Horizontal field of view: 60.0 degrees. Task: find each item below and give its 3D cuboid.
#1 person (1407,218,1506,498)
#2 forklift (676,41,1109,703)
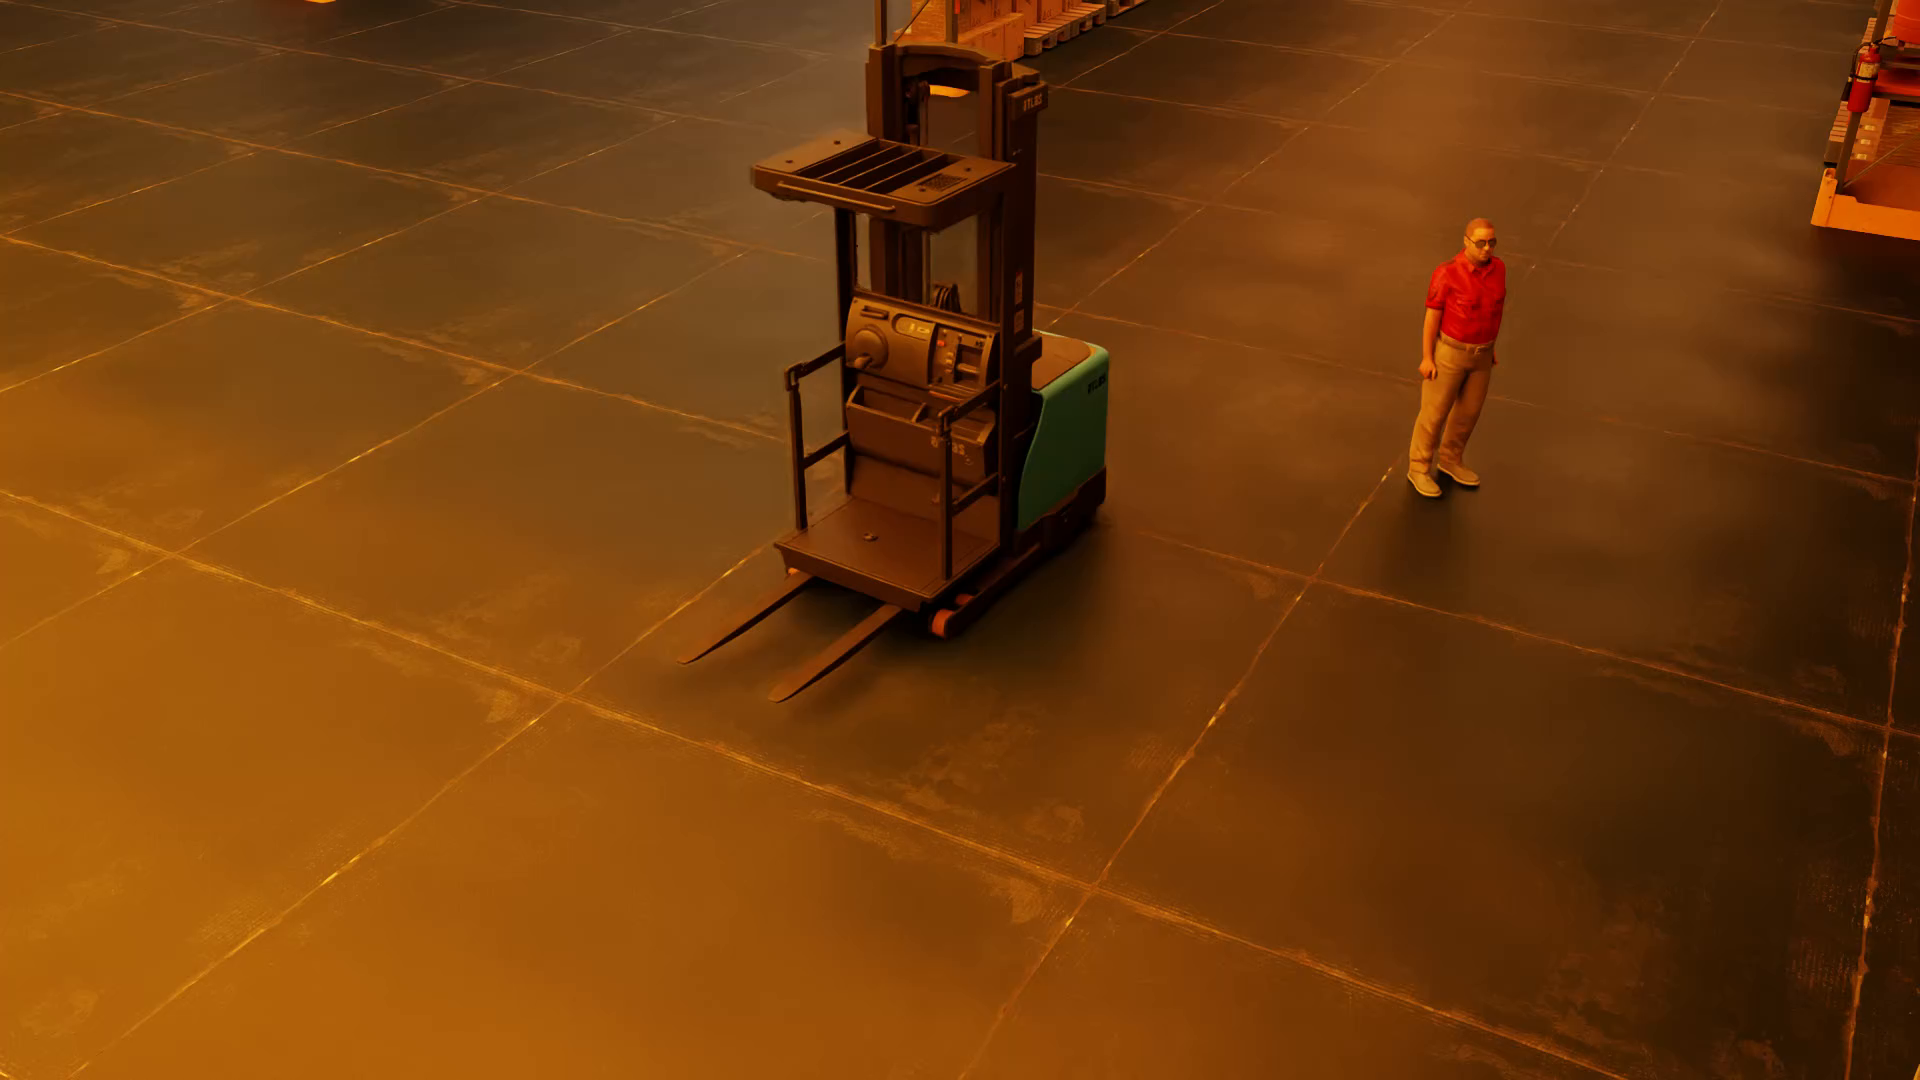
[{"bbox_3d":[3.094,-1.127,10.228,0.554,1.731,0.376,-12,32,-21],"label":"person"},{"bbox_3d":[-0.337,-0.999,8.802,1.130,2.935,3.031,18,35,29],"label":"forklift"}]
